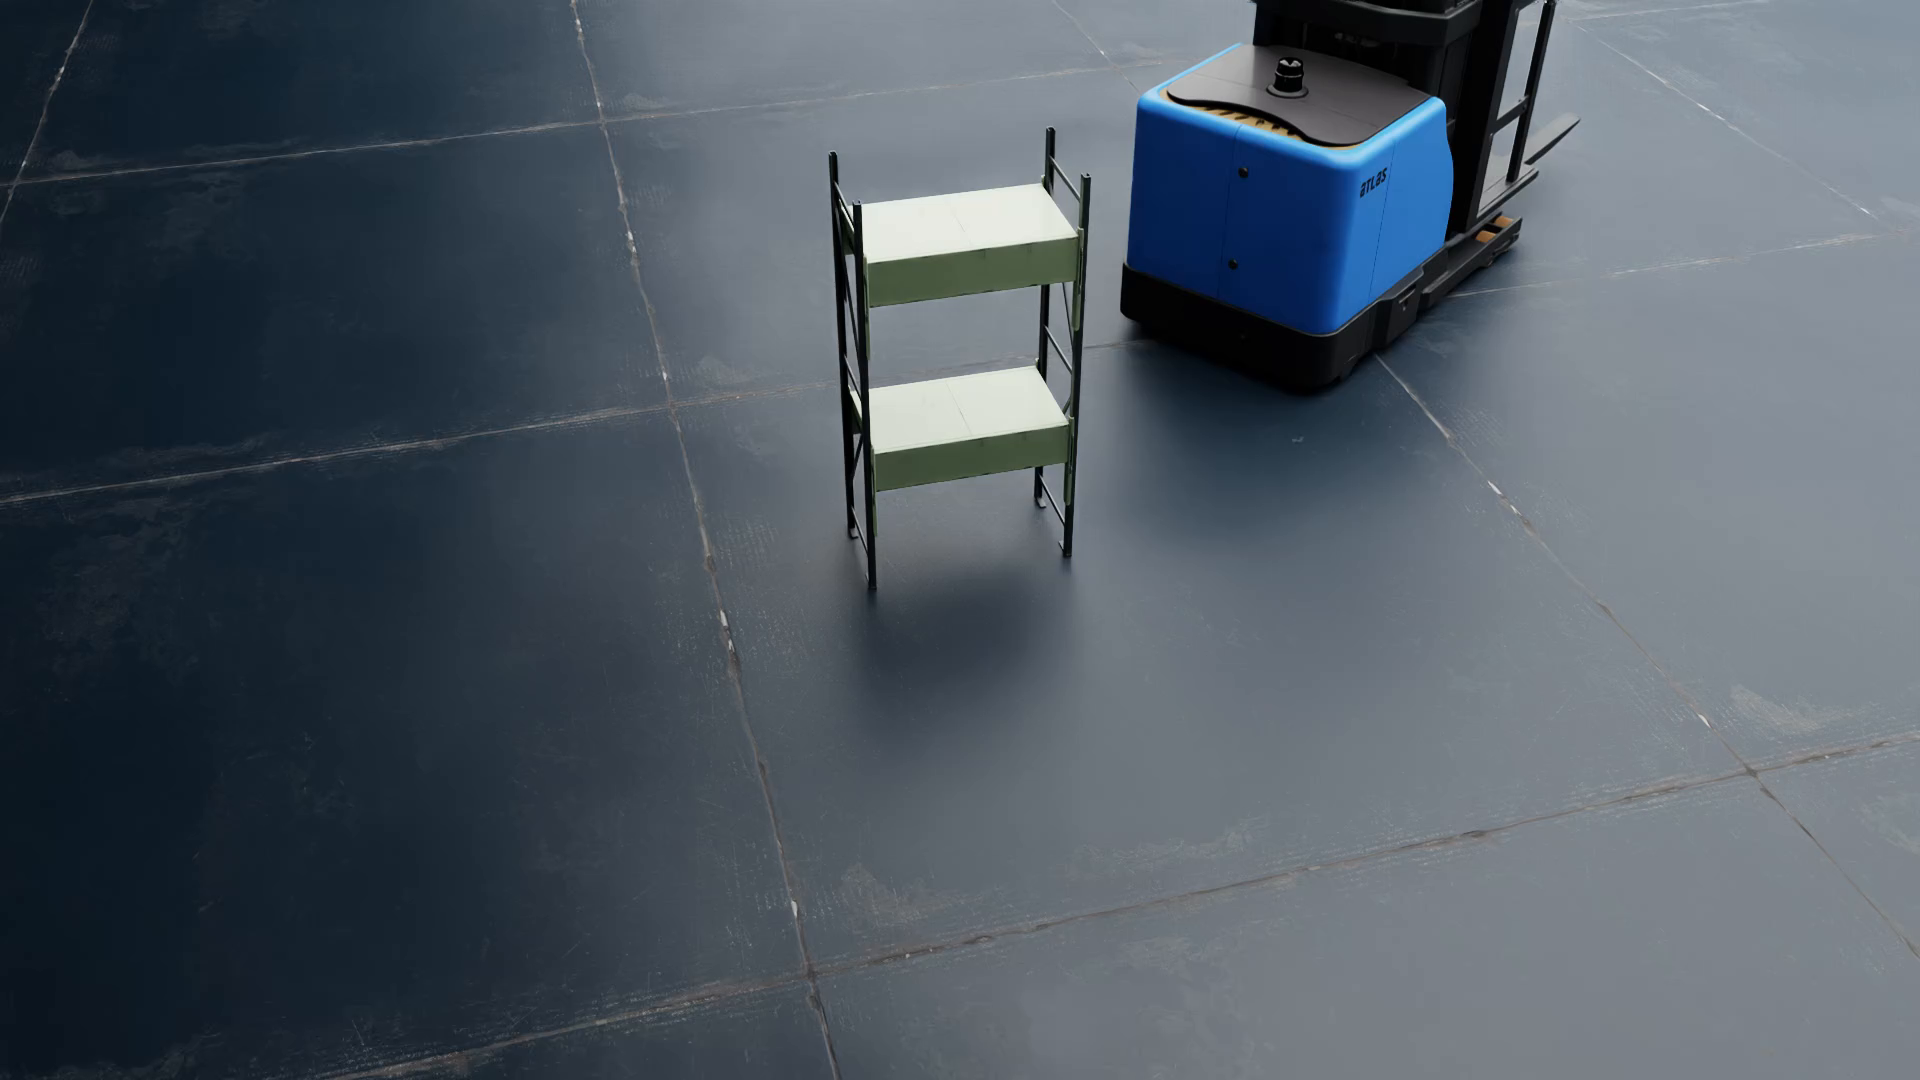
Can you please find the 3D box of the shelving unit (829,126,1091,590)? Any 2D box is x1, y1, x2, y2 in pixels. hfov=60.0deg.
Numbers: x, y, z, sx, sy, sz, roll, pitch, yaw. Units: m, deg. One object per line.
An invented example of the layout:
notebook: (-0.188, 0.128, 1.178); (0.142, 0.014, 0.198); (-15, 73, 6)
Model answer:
shelving unit: (-0.006, -0.595, 5.717); (0.755, 1.500, 0.431); (-9, 38, -12)

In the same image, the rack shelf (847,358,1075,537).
rack shelf: (-0.006, -0.336, 5.915); (0.720, 0.370, 0.431); (-9, 38, -12)

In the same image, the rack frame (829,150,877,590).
rack frame: (-0.360, -0.537, 5.641); (0.023, 1.500, 0.400); (-9, 38, -12)

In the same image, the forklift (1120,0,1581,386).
forklift: (2.034, -2.630, 7.199); (1.130, 2.935, 3.031); (27, 45, 30)

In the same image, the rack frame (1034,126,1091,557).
rack frame: (0.347, -0.653, 5.793); (0.023, 1.500, 0.400); (-9, 38, -12)

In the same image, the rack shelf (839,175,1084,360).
rack shelf: (-0.006, -0.905, 5.480); (0.720, 0.370, 0.431); (-9, 38, -12)
